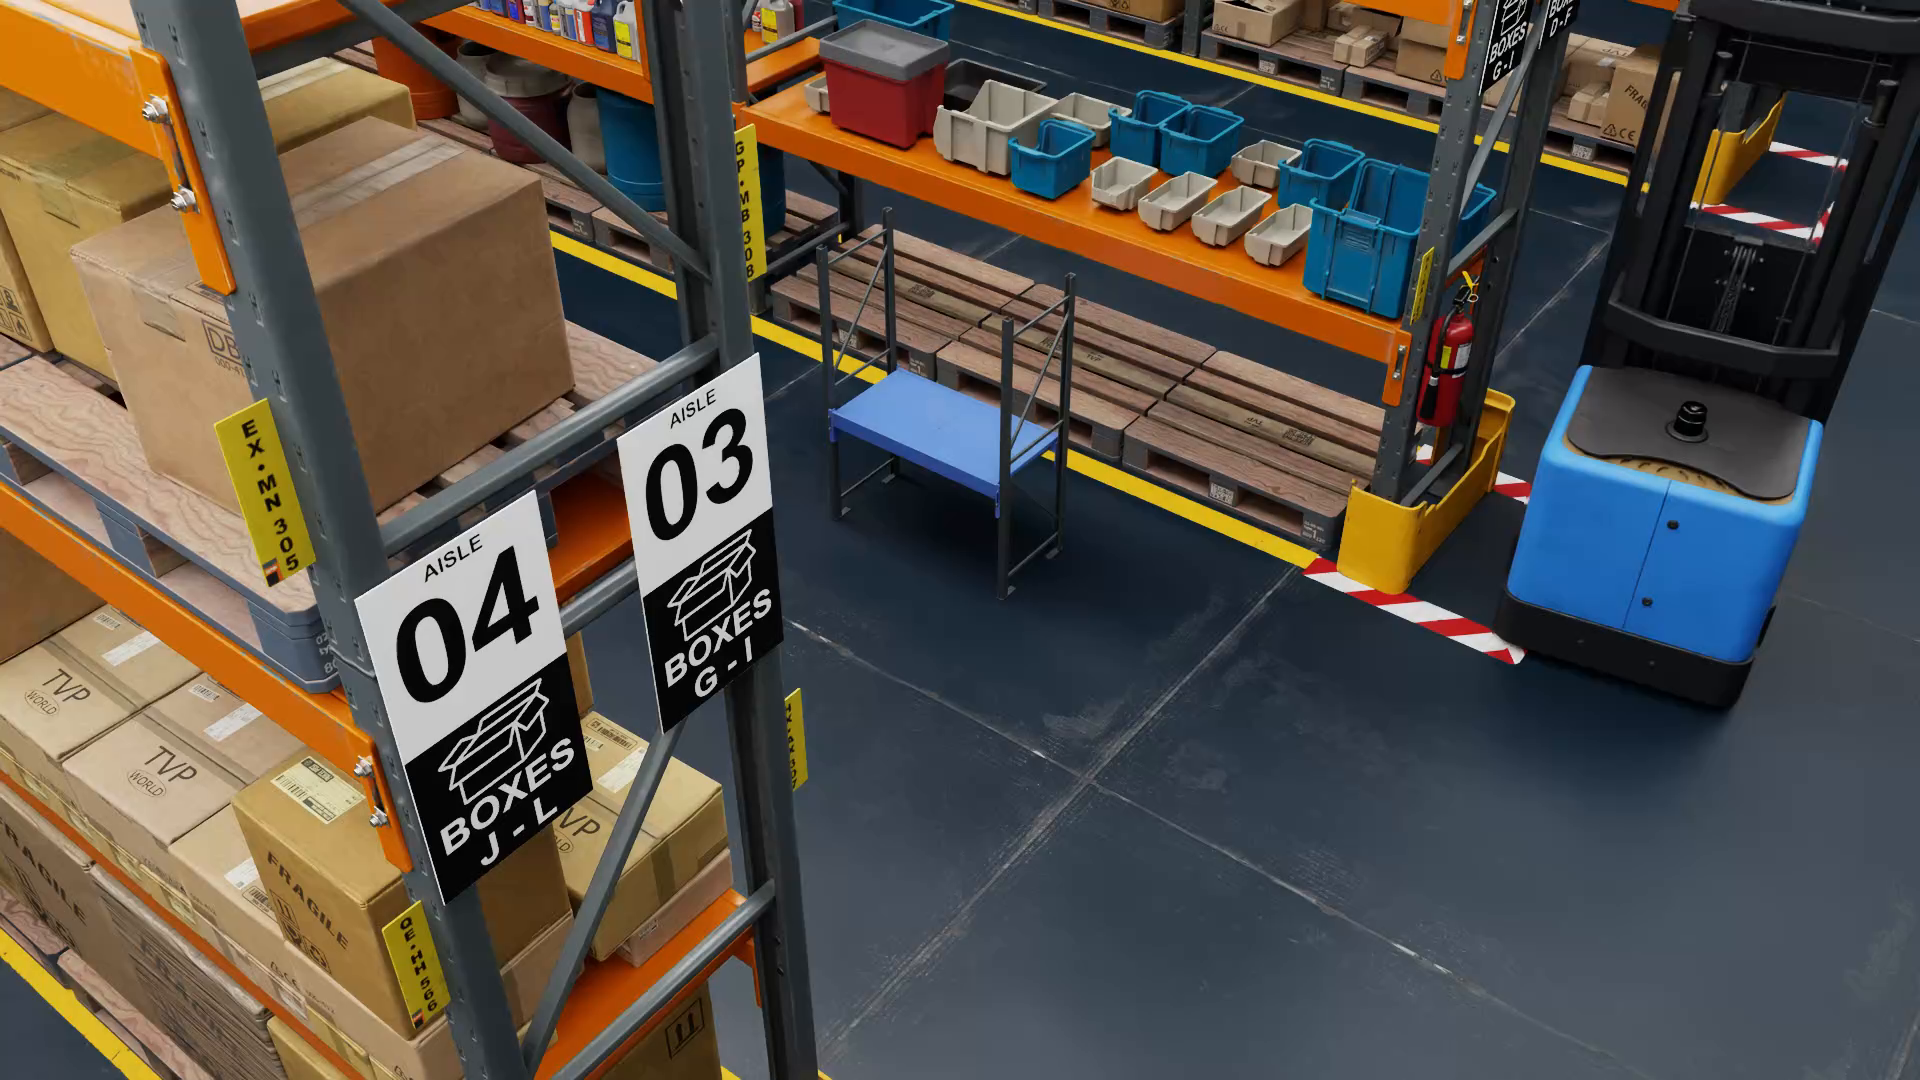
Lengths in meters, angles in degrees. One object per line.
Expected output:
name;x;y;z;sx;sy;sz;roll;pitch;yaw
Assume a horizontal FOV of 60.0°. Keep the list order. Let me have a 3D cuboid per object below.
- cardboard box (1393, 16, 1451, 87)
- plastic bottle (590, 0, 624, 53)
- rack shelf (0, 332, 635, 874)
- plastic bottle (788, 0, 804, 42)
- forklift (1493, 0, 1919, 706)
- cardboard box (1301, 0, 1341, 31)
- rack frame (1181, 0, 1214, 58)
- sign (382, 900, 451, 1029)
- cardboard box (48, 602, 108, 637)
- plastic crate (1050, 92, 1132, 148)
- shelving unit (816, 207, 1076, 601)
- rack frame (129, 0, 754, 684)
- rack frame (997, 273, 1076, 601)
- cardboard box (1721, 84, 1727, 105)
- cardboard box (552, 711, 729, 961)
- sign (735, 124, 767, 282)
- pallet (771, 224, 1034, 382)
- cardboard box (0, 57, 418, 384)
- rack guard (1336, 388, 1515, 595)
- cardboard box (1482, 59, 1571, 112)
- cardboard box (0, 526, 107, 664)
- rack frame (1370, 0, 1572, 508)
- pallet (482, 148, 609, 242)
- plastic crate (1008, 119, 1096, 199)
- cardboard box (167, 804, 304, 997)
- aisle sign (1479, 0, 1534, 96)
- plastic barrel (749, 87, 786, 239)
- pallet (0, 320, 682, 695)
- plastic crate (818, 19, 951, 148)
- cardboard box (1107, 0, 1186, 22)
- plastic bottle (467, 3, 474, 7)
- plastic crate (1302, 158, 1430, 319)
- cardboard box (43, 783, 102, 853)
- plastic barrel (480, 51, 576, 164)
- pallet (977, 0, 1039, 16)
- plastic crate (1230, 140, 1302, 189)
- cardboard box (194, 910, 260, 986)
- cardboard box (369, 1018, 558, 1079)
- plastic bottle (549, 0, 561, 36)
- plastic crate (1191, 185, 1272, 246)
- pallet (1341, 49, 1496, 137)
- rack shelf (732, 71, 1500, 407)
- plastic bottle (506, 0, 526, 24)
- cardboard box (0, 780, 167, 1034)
cardboard box;3.565;-3.672;12.035;0.637;0.503;0.797;25;45;29
plastic bottle;-2.018;-2.992;9.539;0.185;0.351;0.144;25;45;29
rack shelf;-2.363;-0.482;4.443;4.000;0.370;1.077;25;45;29
plastic bottle;-0.974;-3.059;9.679;0.133;0.283;0.061;25;45;29
forklift;3.531;-1.341;7.445;1.130;2.935;3.031;18;42;22
cardboard box;2.695;-4.297;12.837;0.500;0.500;0.500;25;45;29
rack frame;2.070;-5.182;12.297;0.127;3.000;1.000;25;45;29
sign;-1.115;0.876;3.427;0.005;0.325;0.100;25;45;29
cardboard box;-2.930;0.293;5.184;0.500;0.250;0.500;26;45;30
plastic crate;0.624;-2.173;8.618;0.466;0.136;0.293;25;45;29
shelving unit;-0.068;-0.622;7.689;1.048;1.500;0.538;25;45;29
rack frame;-0.774;-1.197;2.340;0.127;3.000;1.000;25;45;29
rack frame;0.336;-0.432;7.446;0.032;1.500;0.500;25;45;29
cardboard box;5.123;-3.060;11.542;0.250;0.149;0.380;25;45;29
cardboard box;-0.991;0.795;4.542;0.500;0.250;0.500;24;44;27
sign;-0.432;-0.661;3.315;0.005;0.325;0.100;25;45;29
pallet;-0.335;-1.404;9.733;1.213;0.211;1.003;25;45;29
cardboard box;-1.593;-0.698;3.633;0.500;0.500;0.700;24;44;27
rack guard;2.262;-0.273;8.054;0.348;0.500;1.175;25;45;29
cardboard box;3.929;-3.228;11.675;0.500;0.250;0.500;25;45;29
cardboard box;-2.924;-0.001;4.951;0.500;0.500;0.500;24;44;27
rack frame;2.235;-1.260;7.287;0.127;3.000;1.000;25;45;29
pallet;-2.503;-2.426;11.039;1.213;0.211;1.003;25;45;29
plastic crate;0.448;-1.862;8.142;0.300;0.233;0.416;25;45;29
cardboard box;-1.723;0.865;4.453;0.500;0.250;0.500;24;44;28
aisle sign;2.114;-2.113;6.268;0.004;0.787;0.394;25;45;29
plastic barrel;-1.364;-2.310;9.989;0.708;0.901;0.600;25;45;29
pallet;-1.370;-0.254;3.640;1.213;0.211;1.003;25;45;29
plastic crate;-0.385;-2.350;8.578;0.583;0.464;0.402;25;45;29
cardboard box;1.504;-4.416;12.988;0.500;0.500;0.500;25;44;28
plastic bottle;-2.979;-3.396;10.119;0.097;0.271;0.097;0;38;0
plastic crate;1.856;-1.332;7.301;0.499;0.435;0.616;25;45;29
cardboard box;-2.471;0.719;4.963;0.250;0.149;0.380;26;45;29
plastic barrel;-2.823;-2.874;10.964;0.708;0.588;0.600;25;45;29
pallet;0.428;-4.827;14.105;1.213;0.211;1.003;25;45;29
plastic crate;1.496;-1.848;8.204;0.298;0.136;0.250;25;45;29
cardboard box;-1.862;1.006;4.596;0.250;0.149;0.380;26;45;29
cardboard box;-1.257;1.292;4.231;0.250;0.149;0.380;26;45;29
plastic bottle;-2.358;-3.076;9.767;0.097;0.201;0.097;0;38;0
plastic crate;1.256;-1.512;7.774;0.243;0.136;0.396;25;45;29
pallet;3.588;-3.370;12.244;1.213;0.211;1.003;25;45;29
rack shelf;0.646;-1.726;8.466;4.000;0.370;1.077;25;45;29
plastic bottle;-2.645;-3.229;9.896;0.133;0.283;0.061;25;45;29
cardboard box;-2.761;0.962;5.832;0.875;0.875;0.875;25;45;29
